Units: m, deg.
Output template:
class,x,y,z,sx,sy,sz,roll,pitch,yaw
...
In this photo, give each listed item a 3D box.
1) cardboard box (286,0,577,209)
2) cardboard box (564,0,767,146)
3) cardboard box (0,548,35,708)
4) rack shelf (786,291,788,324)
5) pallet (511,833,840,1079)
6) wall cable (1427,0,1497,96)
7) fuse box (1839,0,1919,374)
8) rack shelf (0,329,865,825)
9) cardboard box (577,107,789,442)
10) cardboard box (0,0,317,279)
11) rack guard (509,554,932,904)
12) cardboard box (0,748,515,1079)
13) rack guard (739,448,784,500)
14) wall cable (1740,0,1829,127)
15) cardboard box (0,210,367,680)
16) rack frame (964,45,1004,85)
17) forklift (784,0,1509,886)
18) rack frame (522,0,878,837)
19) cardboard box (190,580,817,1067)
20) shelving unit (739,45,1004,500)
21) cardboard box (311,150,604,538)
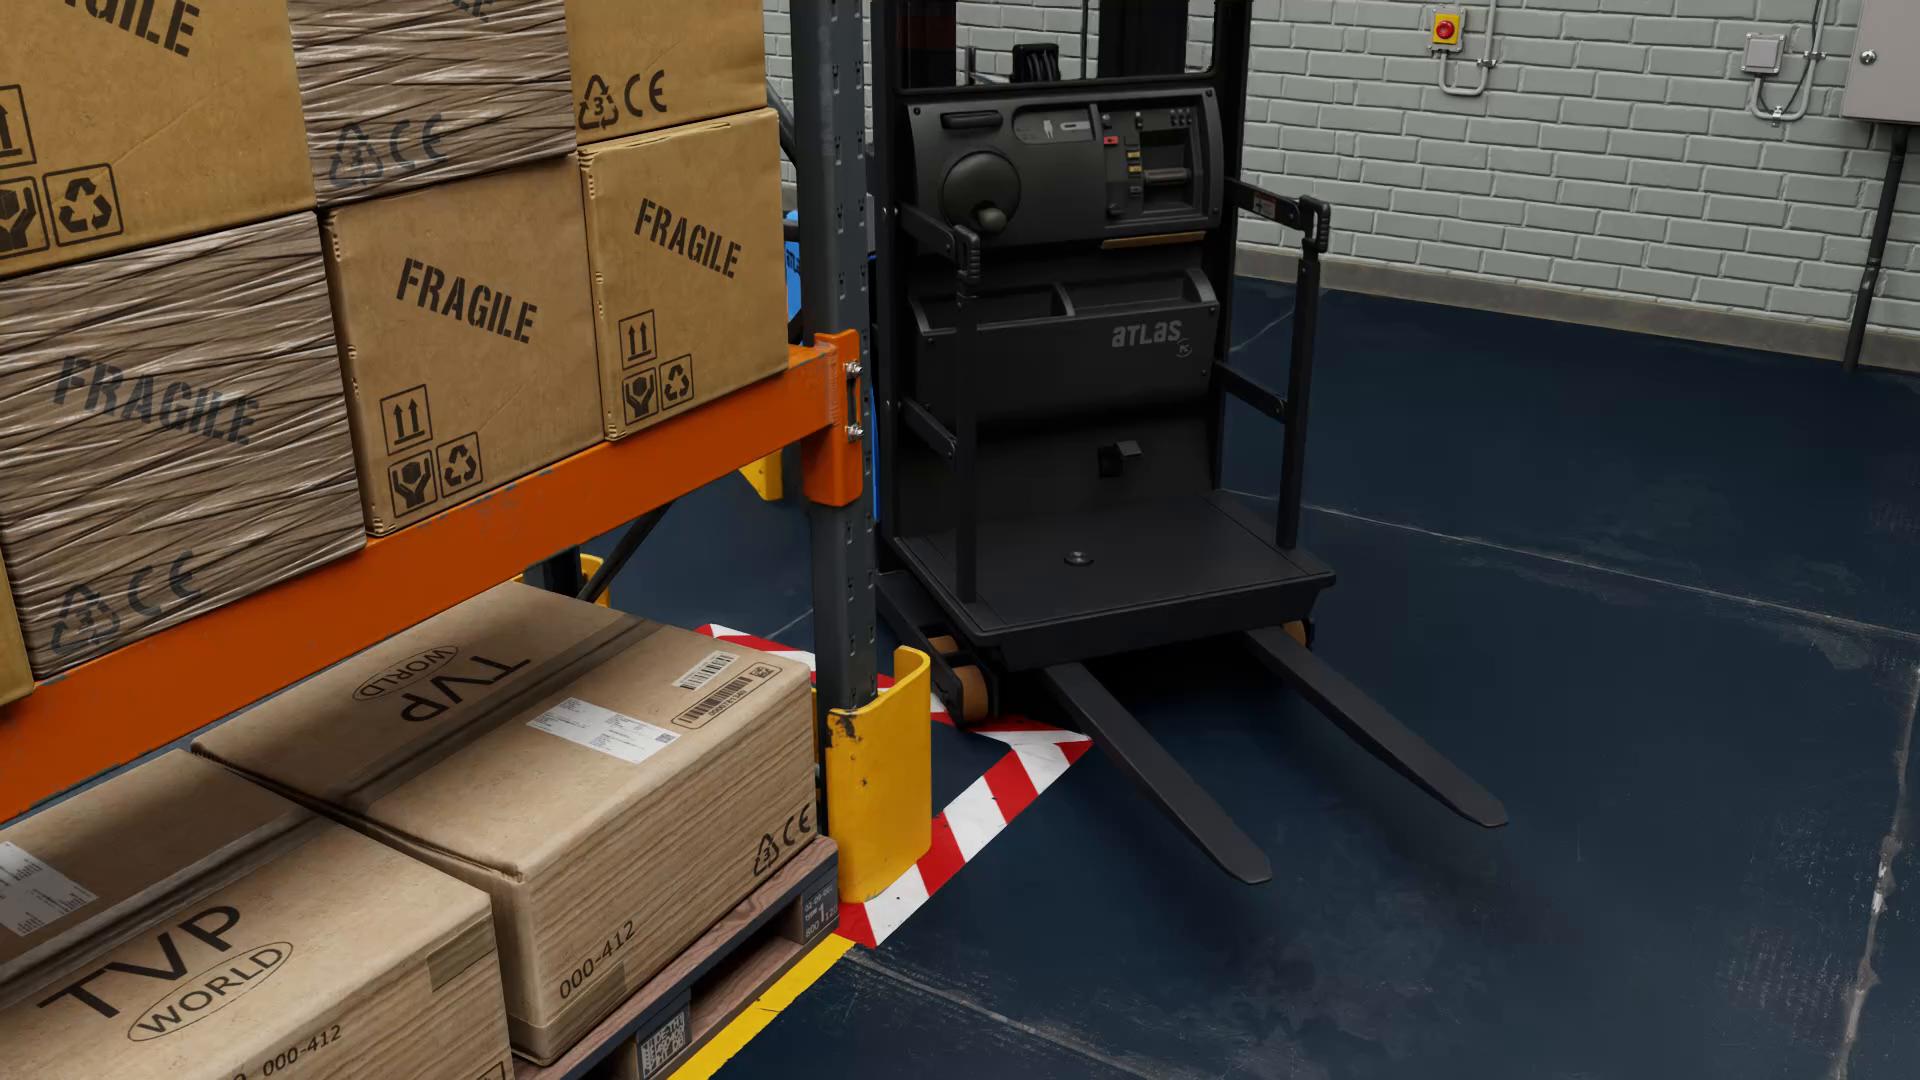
class,x,y,z,sx,sy,sz,roll,pitch,yaw
cardboard box,-0.946,-0.813,2.467,0.500,0.500,0.500,14,27,29
cardboard box,-0.696,-0.995,2.889,0.500,0.500,0.500,15,28,31
cardboard box,-1.475,-0.012,1.876,0.500,0.500,0.500,15,27,30
rack shelf,-0.343,-0.858,6.298,1.000,0.185,0.538,-10,25,-21
pallet,-0.999,0.863,3.491,1.003,0.211,1.213,14,27,29
wall cable,2.311,-3.092,7.798,0.585,1.953,0.123,14,27,29
fuse box,4.019,-1.531,7.132,0.539,1.711,0.414,14,27,29
rack shelf,-1.699,0.302,2.182,1.077,0.370,4.000,14,27,29
cardboard box,-0.673,-0.531,3.075,0.500,0.500,0.500,14,27,29
cardboard box,-1.210,-0.647,2.083,0.500,0.500,0.500,14,27,29
rack guard,-0.631,0.436,4.114,1.175,0.500,0.348,14,27,29
cardboard box,-1.383,0.834,2.744,0.875,0.438,0.875,15,27,30
rack guard,-0.794,-0.374,6.299,0.087,0.250,0.587,-10,25,-21
wall cable,3.522,-2.784,7.127,0.588,1.984,0.122,14,27,29
cardboard box,-1.214,-0.189,2.285,0.500,0.500,0.500,15,27,30
rack frame,0.124,-1.102,6.409,0.032,1.500,0.500,-10,25,-21
forklift,0.383,-1.023,4.424,1.130,2.935,3.031,-9,25,-19
rack frame,-0.644,-0.703,3.599,1.000,3.000,0.127,14,27,29
cardboard box,-0.907,0.524,3.461,0.875,0.438,0.875,13,27,27
shelving unit,-0.335,-1.025,6.230,1.083,1.500,0.587,-10,25,-21
cardboard box,-0.951,-0.365,2.691,0.500,0.500,0.500,13,27,28
